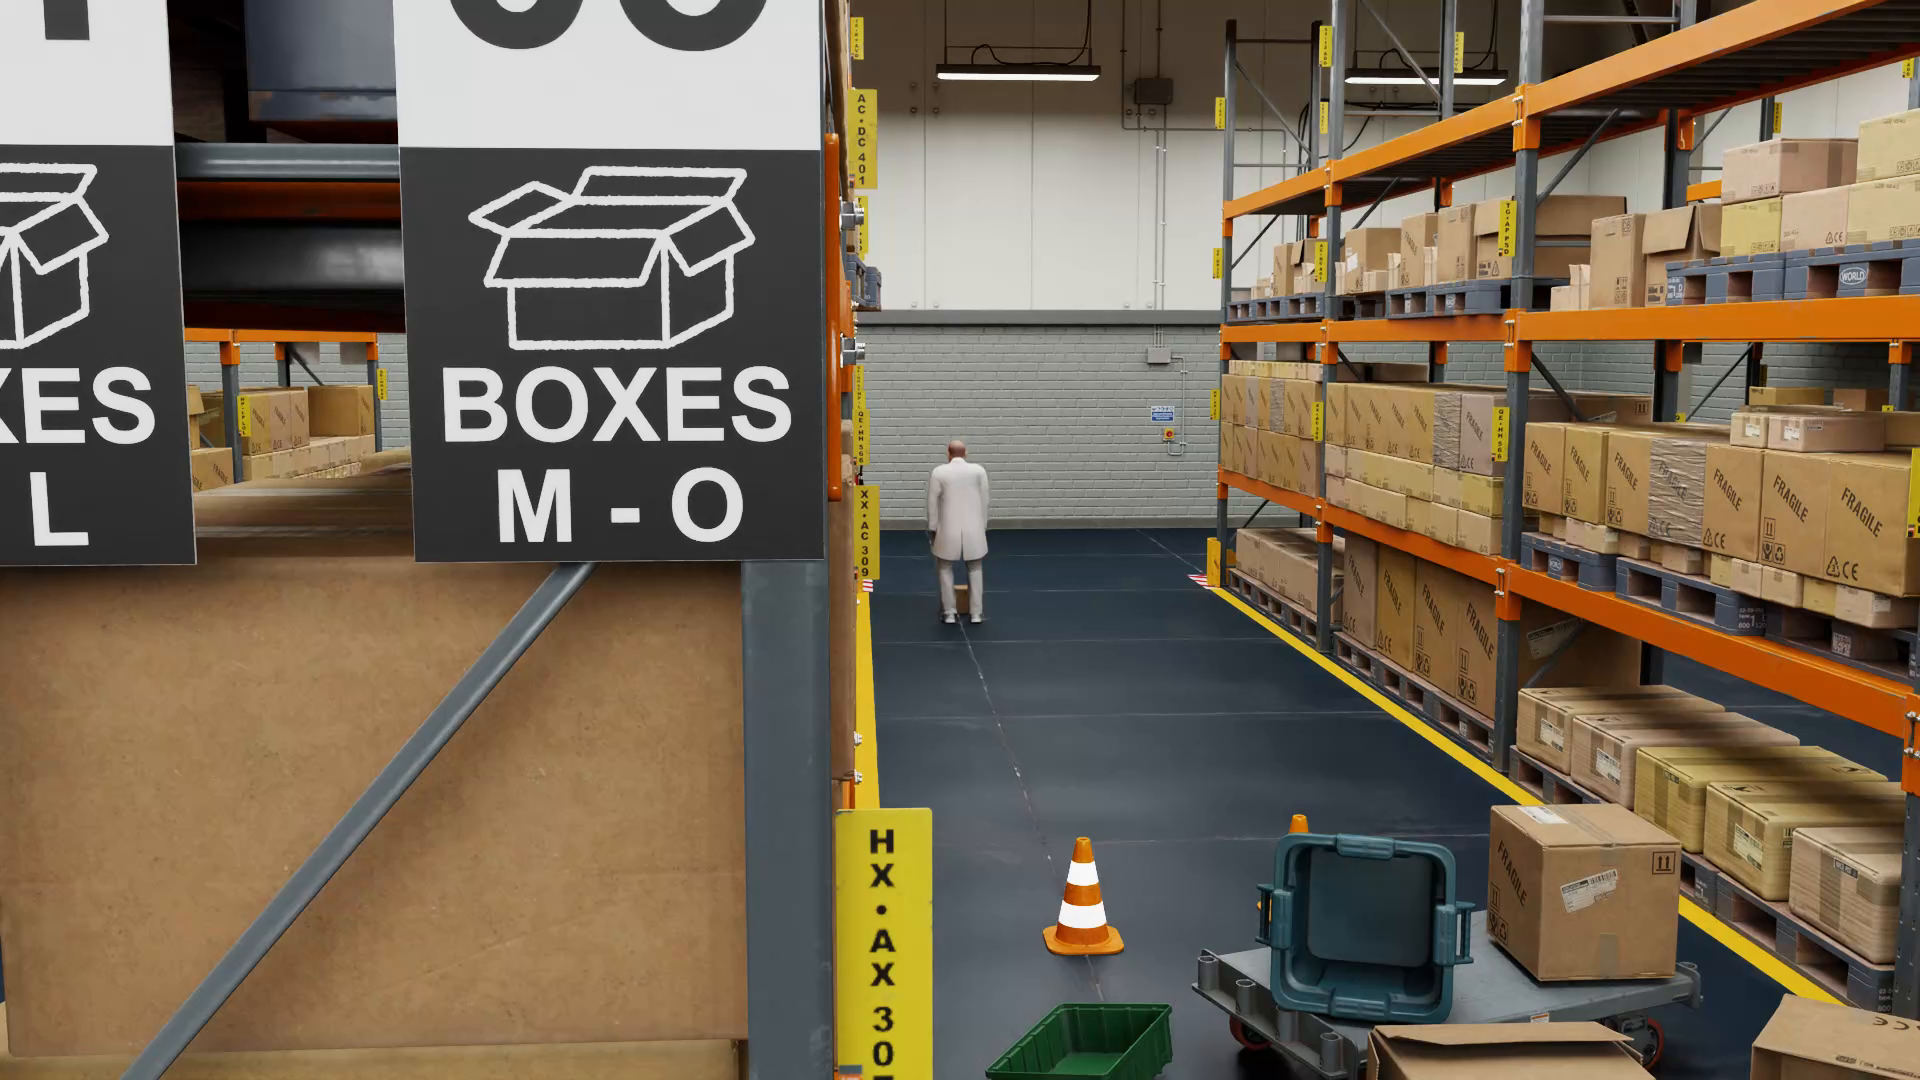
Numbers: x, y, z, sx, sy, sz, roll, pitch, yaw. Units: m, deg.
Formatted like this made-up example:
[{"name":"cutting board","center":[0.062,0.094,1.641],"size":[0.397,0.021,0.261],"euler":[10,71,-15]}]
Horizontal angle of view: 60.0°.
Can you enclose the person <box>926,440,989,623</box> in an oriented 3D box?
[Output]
[{"name":"person","center":[-0.022,-0.078,15.733],"size":[0.591,1.727,0.425],"euler":[0,7,-3]}]
